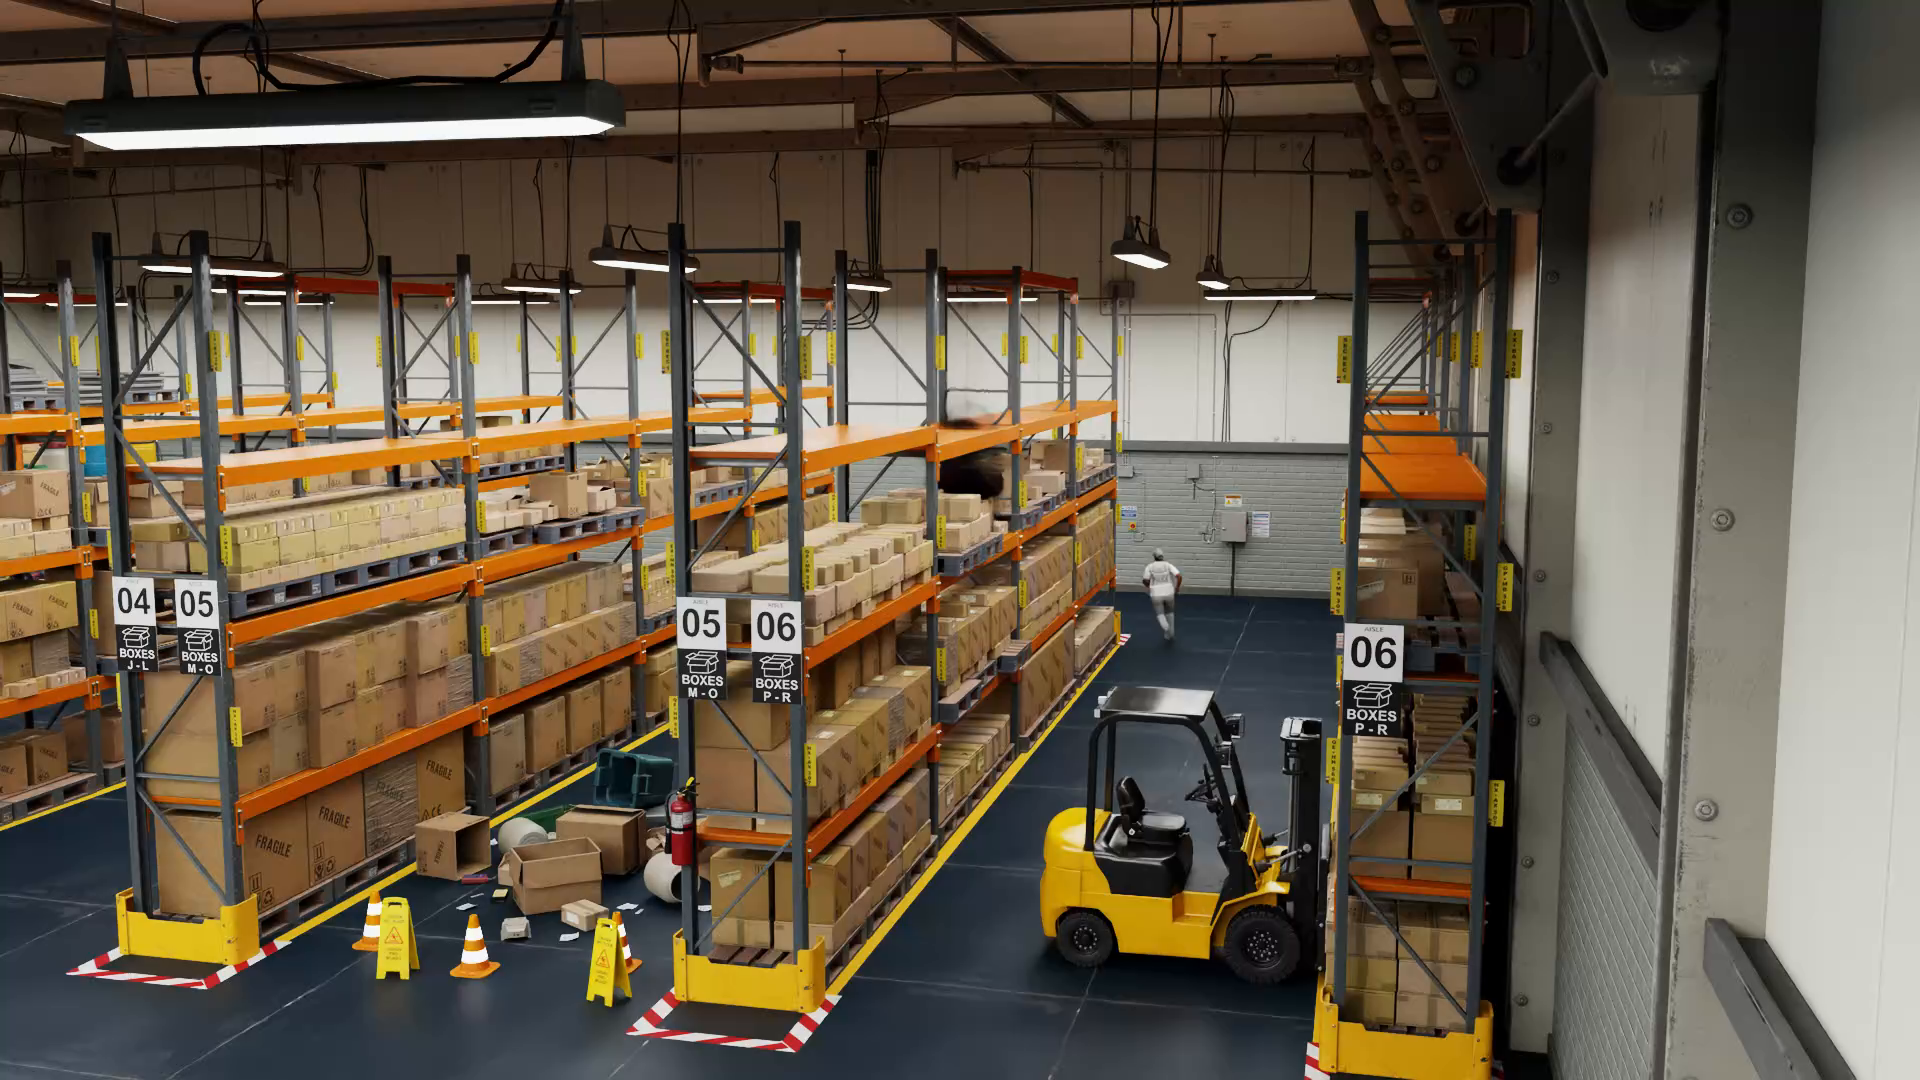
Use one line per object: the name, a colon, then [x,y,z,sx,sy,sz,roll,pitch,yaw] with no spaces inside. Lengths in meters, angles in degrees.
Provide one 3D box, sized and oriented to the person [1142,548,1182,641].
person: [3.399,0.951,28.078,0.656,1.629,0.757,0,7,-2]
